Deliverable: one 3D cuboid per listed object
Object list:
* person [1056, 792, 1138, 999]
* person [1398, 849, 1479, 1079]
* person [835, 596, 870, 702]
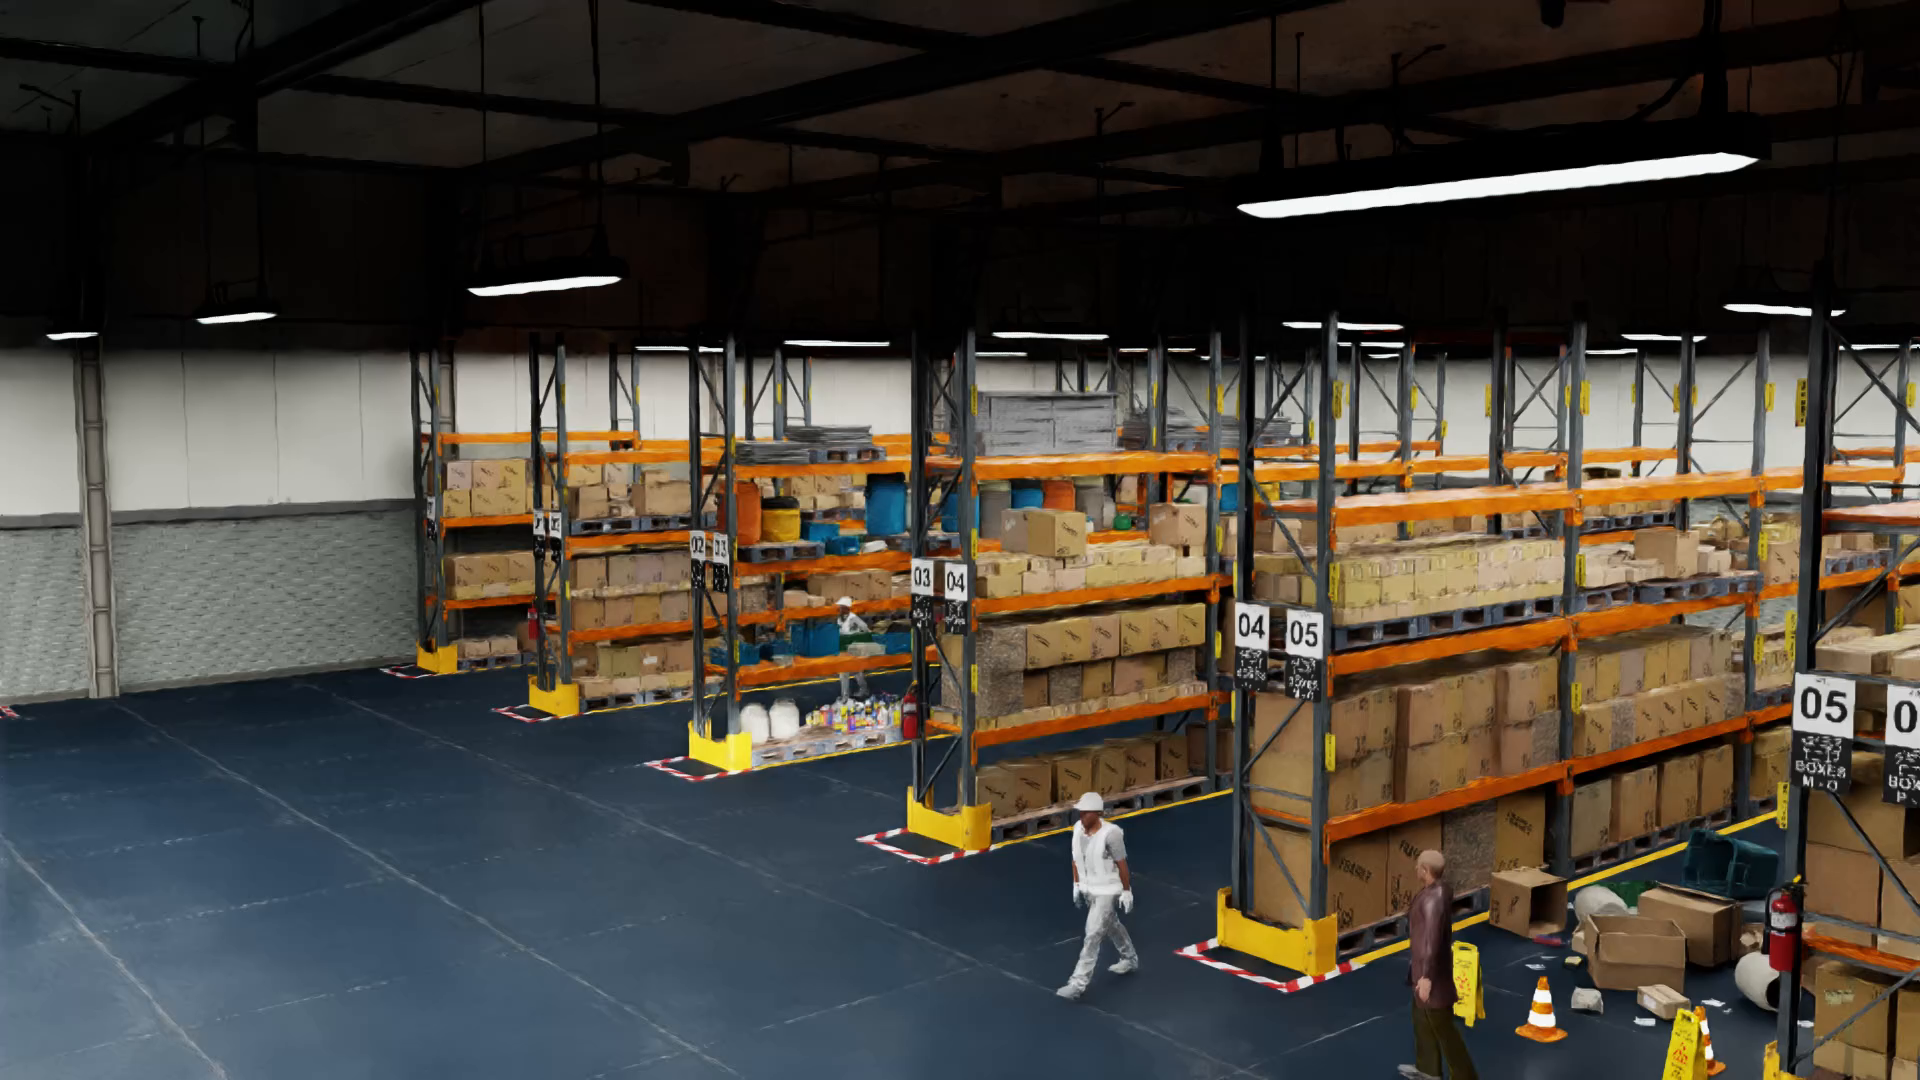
[{"bbox_3d":[1.215,2.981,14.295,0.955,1.706,0.566,-4,7,-37],"label":"person"},{"bbox_3d":[3.531,3.162,12.218,0.596,1.771,0.692,2,6,21],"label":"person"},{"bbox_3d":[-1.817,1.774,27.445,0.866,1.709,0.679,-4,6,-34],"label":"person"}]
